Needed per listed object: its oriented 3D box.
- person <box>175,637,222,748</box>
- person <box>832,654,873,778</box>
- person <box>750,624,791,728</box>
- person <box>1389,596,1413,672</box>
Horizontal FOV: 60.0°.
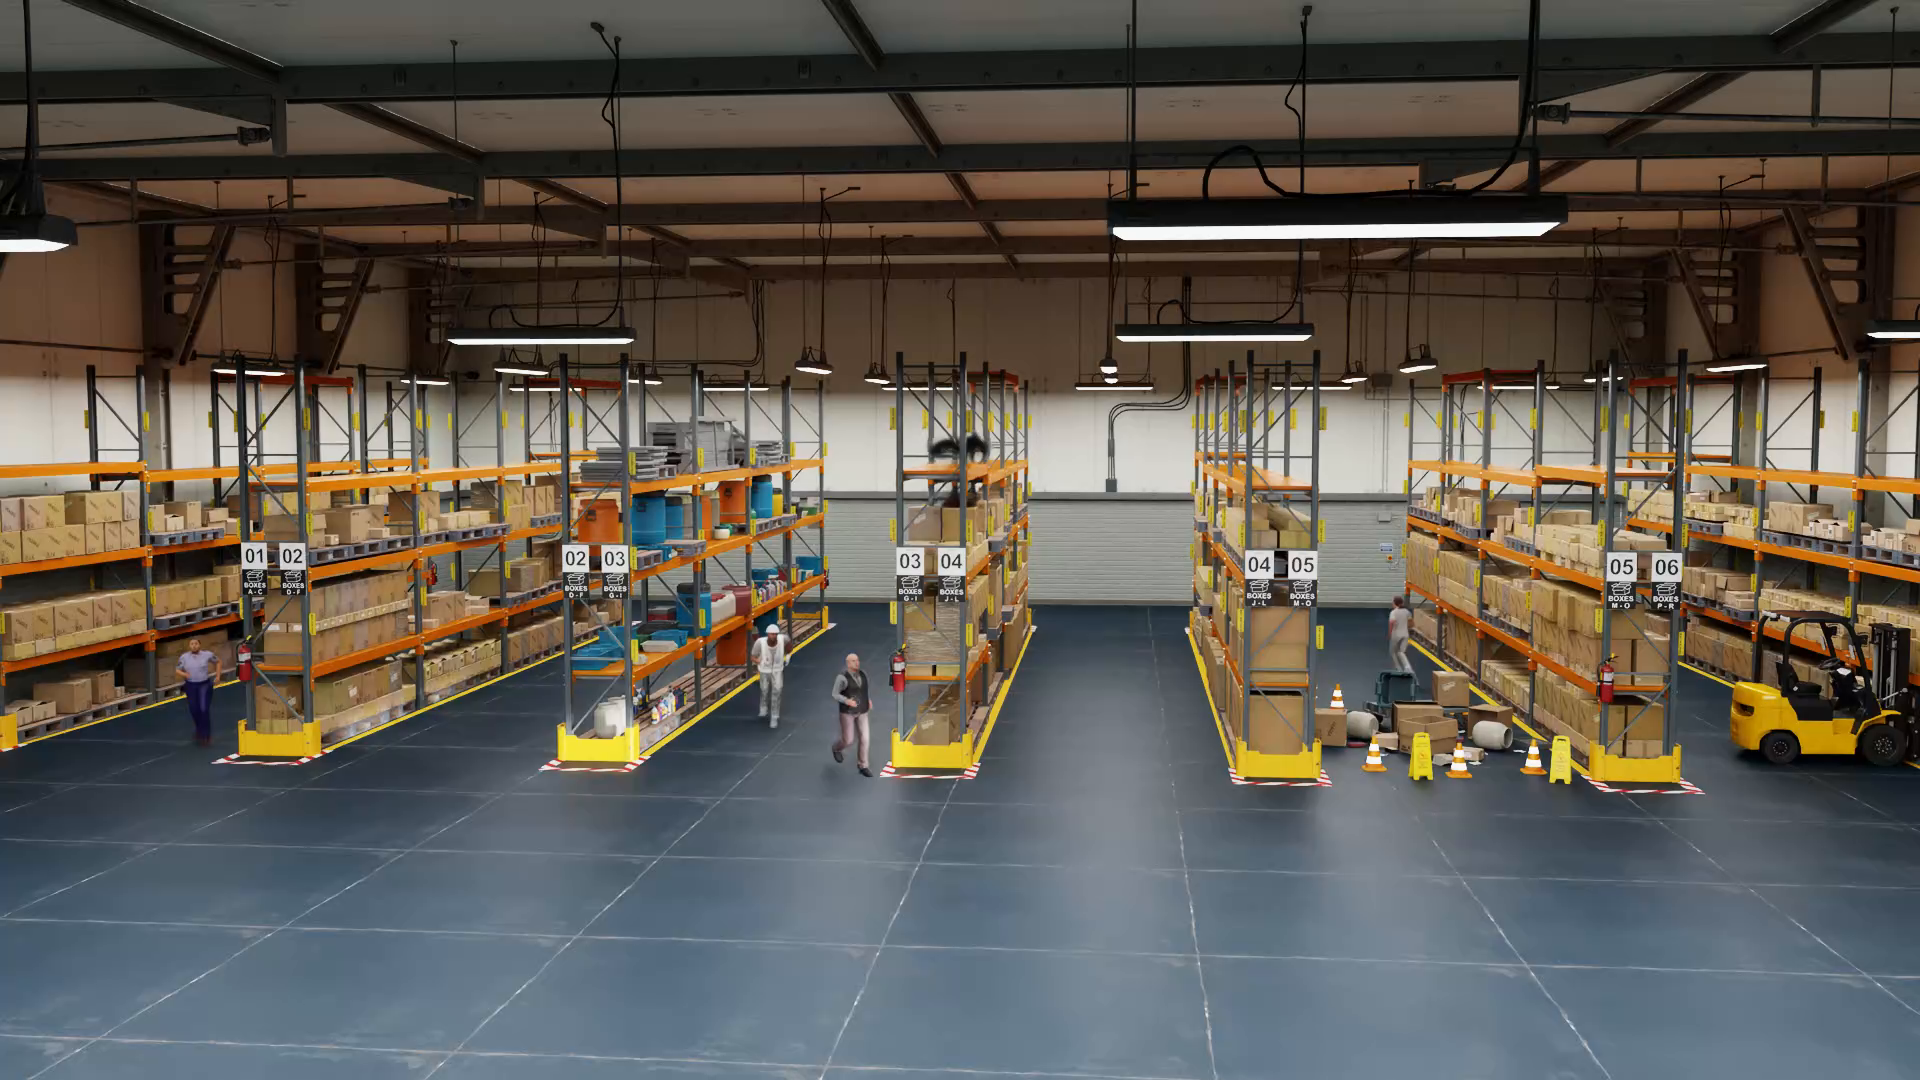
[{"bbox_3d":[-11.842,2.353,25.864,0.610,1.702,0.771,-1,4,-8],"label":"person"},{"bbox_3d":[-1.531,2.467,23.618,0.668,1.715,0.948,-3,5,-32],"label":"person"},{"bbox_3d":[-3.154,2.219,27.599,0.720,1.734,1.025,-1,4,-17],"label":"person"},{"bbox_3d":[8.579,1.911,32.212,0.563,1.642,0.694,-1,4,-12],"label":"person"}]
